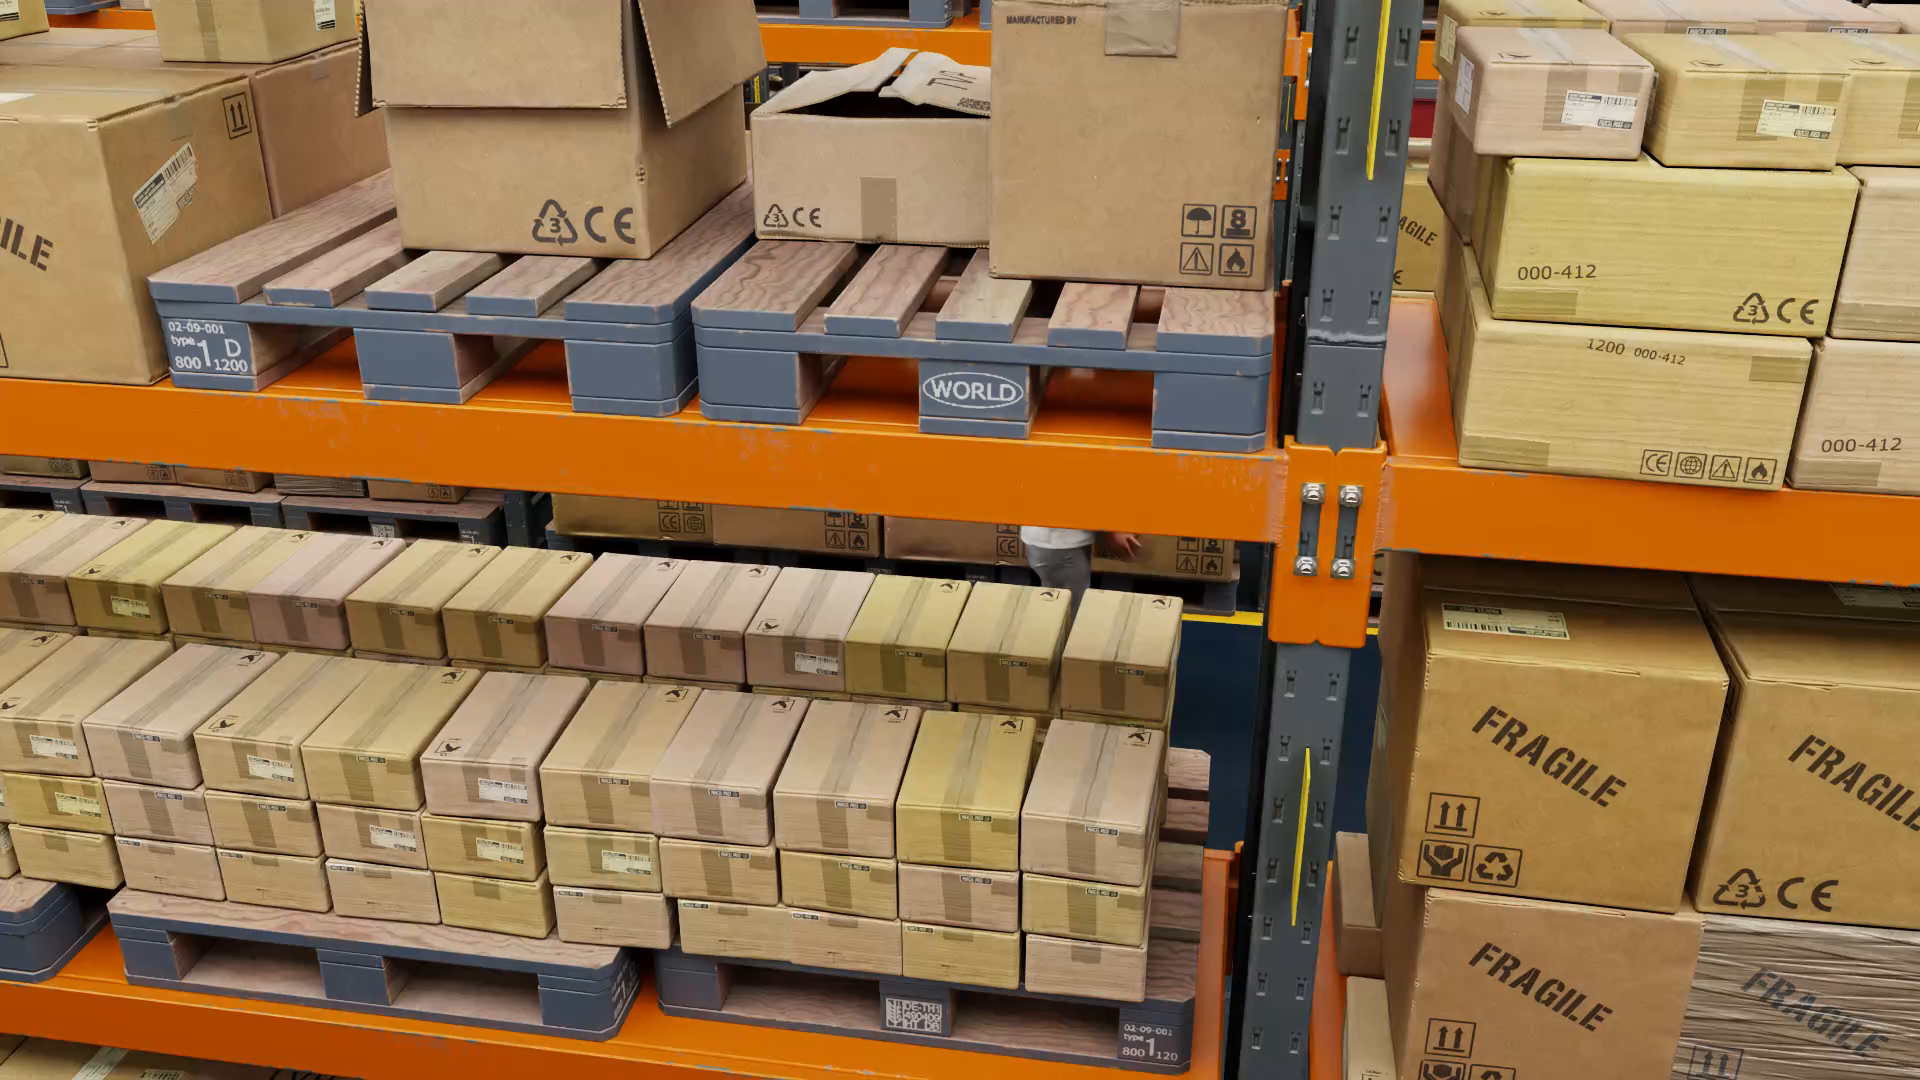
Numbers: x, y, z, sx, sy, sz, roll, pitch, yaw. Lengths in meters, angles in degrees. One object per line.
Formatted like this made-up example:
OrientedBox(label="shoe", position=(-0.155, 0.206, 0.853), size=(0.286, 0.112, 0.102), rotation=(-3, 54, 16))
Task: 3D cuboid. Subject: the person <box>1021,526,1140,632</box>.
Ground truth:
OrientedBox(label="person", position=(0.515, -0.027, 7.132), size=(0.539, 1.773, 0.512), rotation=(4, 25, 9))
